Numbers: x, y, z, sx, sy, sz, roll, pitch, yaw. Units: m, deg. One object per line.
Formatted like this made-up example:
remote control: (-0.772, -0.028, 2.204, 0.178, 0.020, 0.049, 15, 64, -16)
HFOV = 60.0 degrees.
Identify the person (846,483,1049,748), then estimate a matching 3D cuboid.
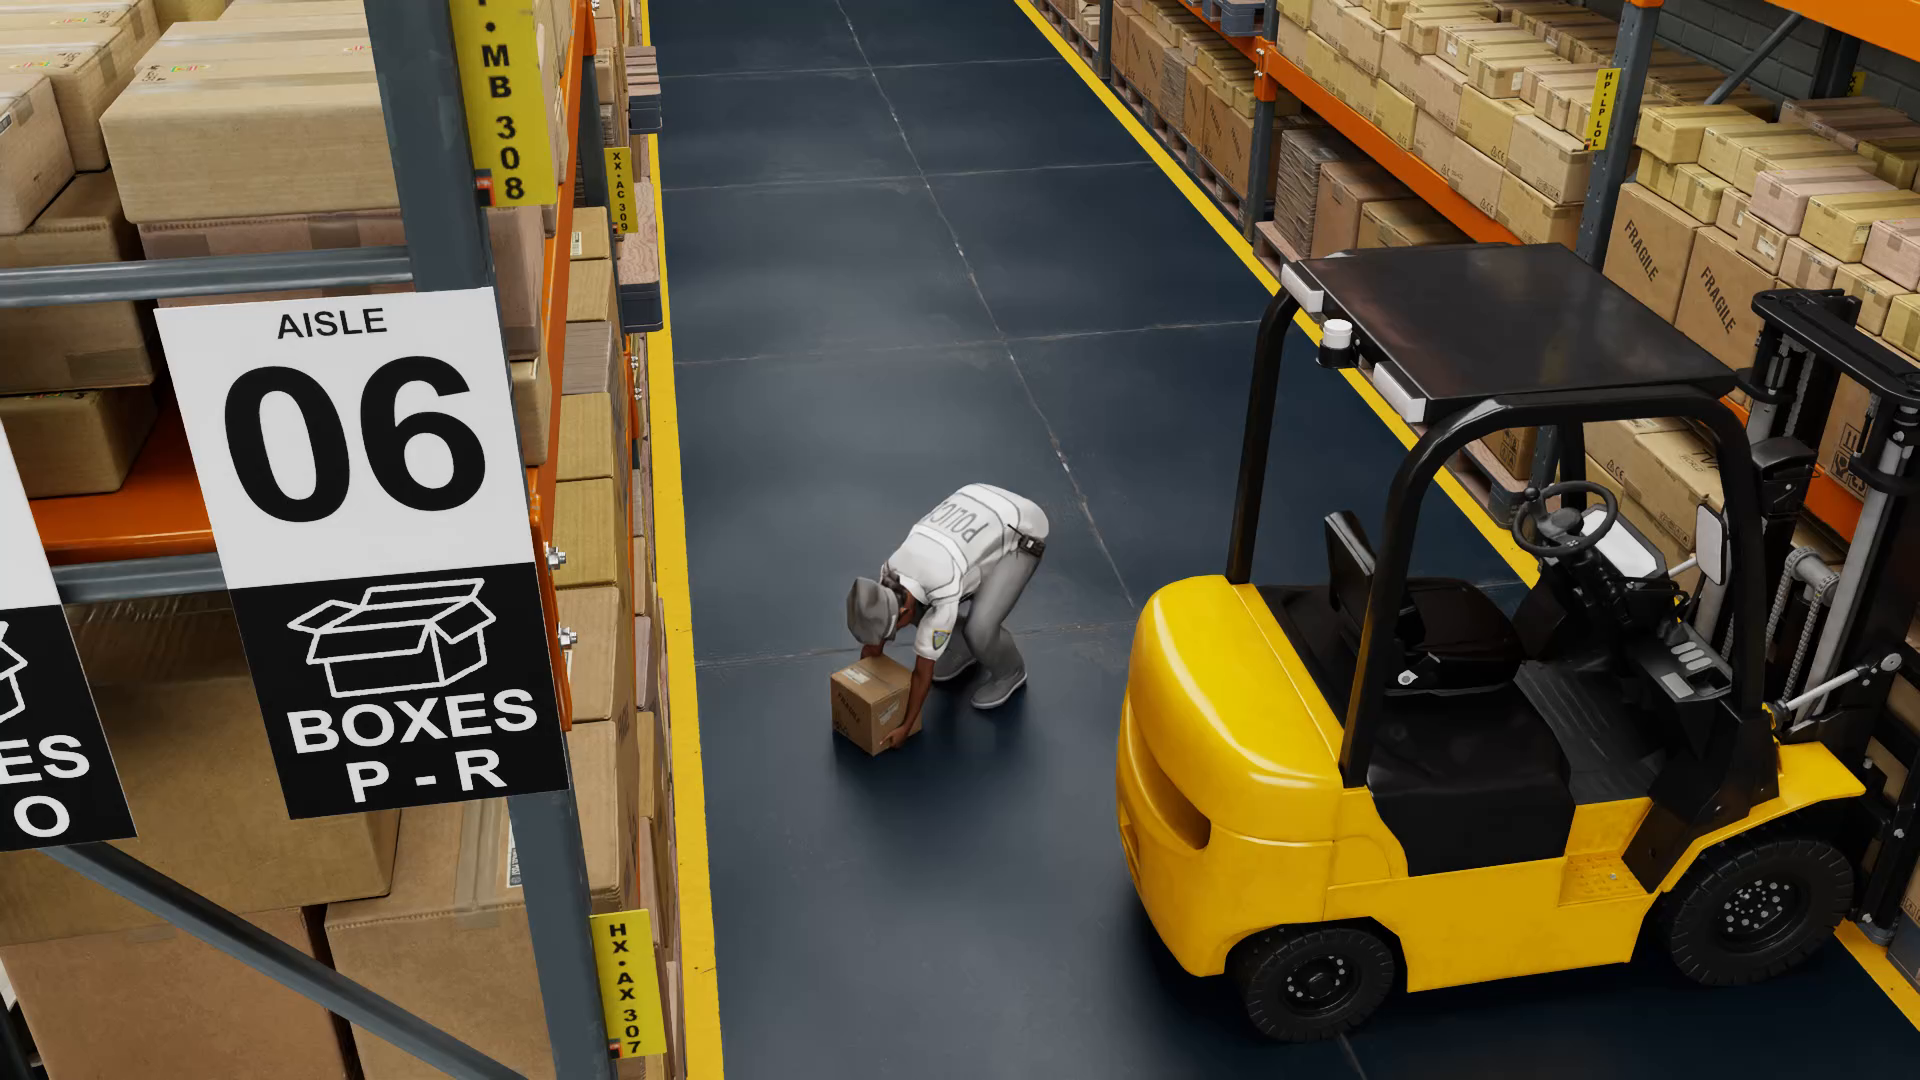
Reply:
person: (-0.045, 0.278, 6.480, 0.474, 0.846, 0.910, 27, 40, 37)
